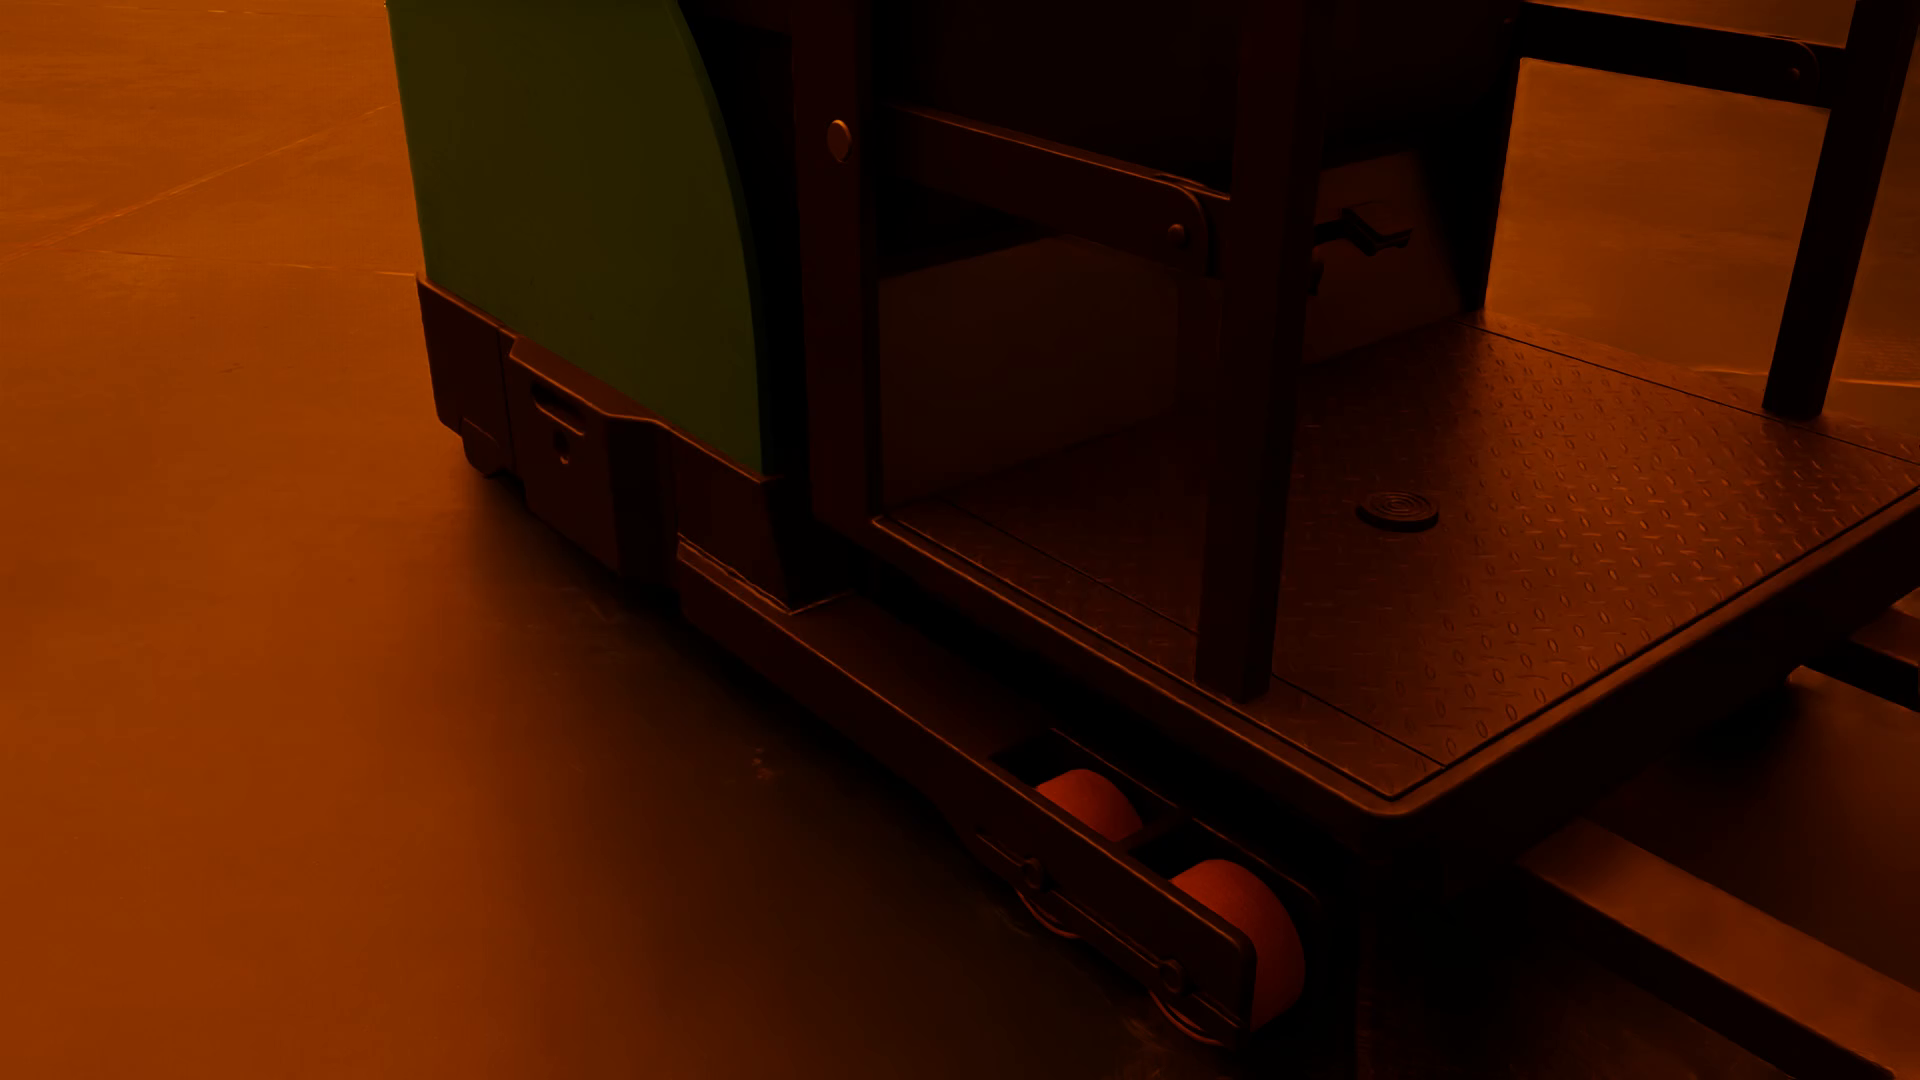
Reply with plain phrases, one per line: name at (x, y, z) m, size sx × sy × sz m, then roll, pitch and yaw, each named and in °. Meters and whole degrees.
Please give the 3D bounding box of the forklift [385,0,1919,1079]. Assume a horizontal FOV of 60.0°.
forklift at (0.451, -1.092, 1.411) m, size 1.130 × 2.935 × 3.031 m, roll -20°, pitch 33°, yaw -34°
